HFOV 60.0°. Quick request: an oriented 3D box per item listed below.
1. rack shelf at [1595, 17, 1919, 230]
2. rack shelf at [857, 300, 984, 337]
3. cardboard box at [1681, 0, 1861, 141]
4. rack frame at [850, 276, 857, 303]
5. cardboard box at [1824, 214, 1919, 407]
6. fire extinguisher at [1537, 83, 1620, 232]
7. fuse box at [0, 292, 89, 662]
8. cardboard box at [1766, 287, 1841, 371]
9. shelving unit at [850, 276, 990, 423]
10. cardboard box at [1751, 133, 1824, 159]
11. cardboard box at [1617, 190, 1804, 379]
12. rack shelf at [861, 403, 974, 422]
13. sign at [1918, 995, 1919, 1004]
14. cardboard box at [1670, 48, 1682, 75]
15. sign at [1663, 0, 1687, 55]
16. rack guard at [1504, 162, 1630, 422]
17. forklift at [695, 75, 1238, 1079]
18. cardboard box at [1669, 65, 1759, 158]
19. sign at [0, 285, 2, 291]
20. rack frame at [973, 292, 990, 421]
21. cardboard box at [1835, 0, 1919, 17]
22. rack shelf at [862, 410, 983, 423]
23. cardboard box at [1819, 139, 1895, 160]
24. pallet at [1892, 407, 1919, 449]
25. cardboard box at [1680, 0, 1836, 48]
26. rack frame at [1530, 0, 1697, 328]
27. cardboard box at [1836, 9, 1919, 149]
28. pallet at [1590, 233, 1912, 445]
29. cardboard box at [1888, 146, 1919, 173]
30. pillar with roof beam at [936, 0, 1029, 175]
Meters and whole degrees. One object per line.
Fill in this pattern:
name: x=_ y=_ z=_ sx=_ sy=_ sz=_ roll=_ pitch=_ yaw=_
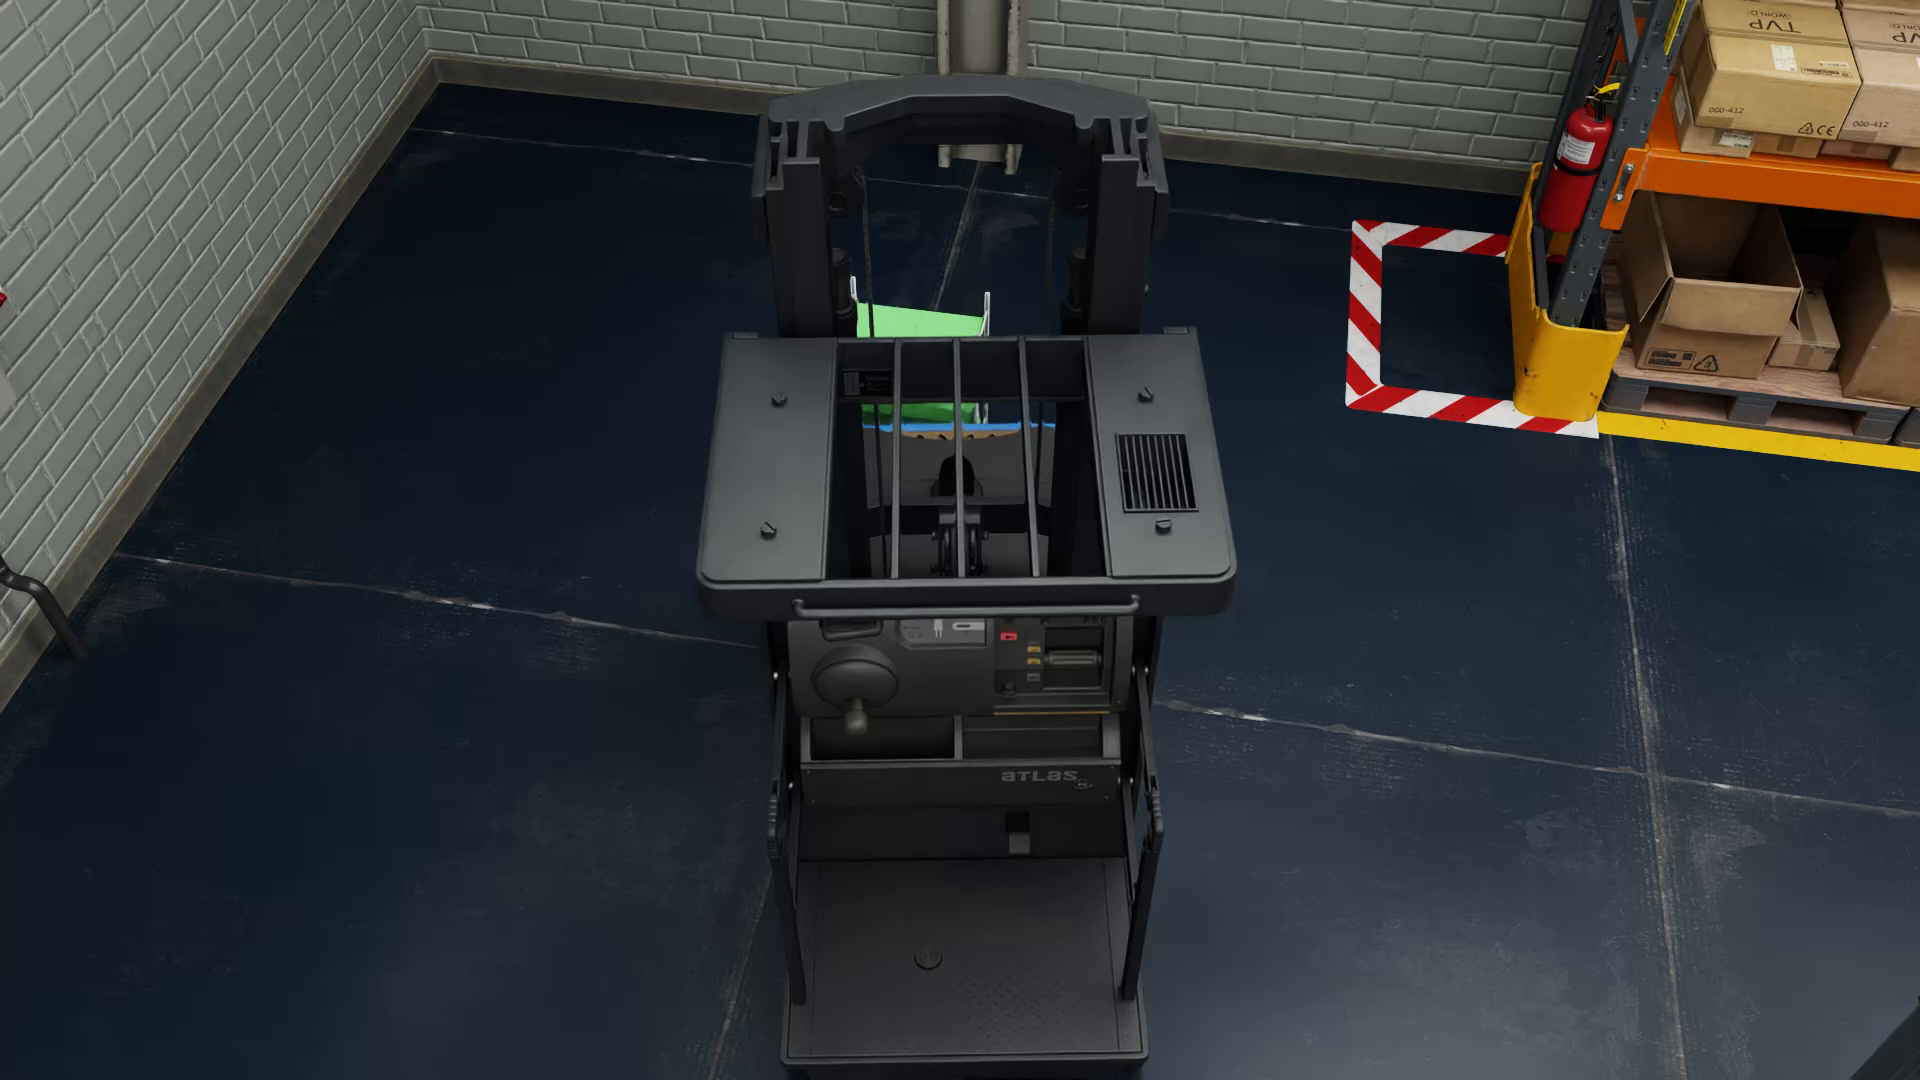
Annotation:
rack shelf: x=4.571 y=-1.460 z=6.501 sx=4.000 sy=0.370 sz=1.077 roll=8 pitch=49 yaw=7
rack shelf: x=-0.163 y=-0.701 z=5.986 sx=0.480 sy=0.148 sz=0.258 roll=8 pitch=49 yaw=7
cardboard box: x=3.002 y=-1.757 z=6.185 sx=0.500 sy=0.250 sz=0.500 roll=8 pitch=49 yaw=7
rack frame: x=-0.403 y=-0.455 z=6.324 sx=0.015 sy=1.200 sz=0.240 roll=8 pitch=49 yaw=7
cardboard box: x=4.022 y=-0.978 z=6.982 sx=0.500 sy=0.500 sz=0.700 roll=9 pitch=49 yaw=8
fire extinguisher: x=2.376 y=-1.496 z=6.352 sx=0.183 sy=0.674 sz=0.296 roll=8 pitch=49 yaw=7
fuse box: x=-3.312 y=-0.148 z=5.704 sx=0.414 sy=1.711 sz=0.539 roll=8 pitch=49 yaw=7
cardboard box: x=3.599 y=-0.917 z=7.164 sx=0.250 sy=0.149 sz=0.380 roll=6 pitch=48 yaw=5
shelving unit: x=-0.163 y=-0.423 z=6.295 sx=0.503 sy=1.200 sz=0.258 roll=8 pitch=49 yaw=7
cardboard box: x=3.136 y=-1.637 z=6.345 sx=0.250 sy=0.149 sz=0.380 roll=9 pitch=49 yaw=8
cardboard box: x=3.188 y=-1.121 z=7.108 sx=0.637 sy=0.503 sz=0.797 roll=6 pitch=48 yaw=5
rack shelf: x=-0.163 y=-0.541 z=6.164 sx=0.480 sy=0.148 sz=0.258 roll=8 pitch=49 yaw=7
sign: x=1.834 y=0.807 z=3.042 sx=0.005 sy=0.325 sz=0.100 roll=8 pitch=49 yaw=7
cardboard box: x=2.977 y=-2.034 z=6.702 sx=0.250 sy=0.149 sz=0.380 roll=7 pitch=48 yaw=6
sign: x=2.507 y=-1.857 z=5.792 sx=0.005 sy=0.325 sz=0.100 roll=8 pitch=49 yaw=7
rack guard: x=2.678 y=-1.119 z=7.392 sx=0.348 sy=0.500 sz=1.175 roll=8 pitch=49 yaw=7
forklift: x=0.007 y=0.432 z=4.364 sx=1.130 sy=2.935 sz=3.031 roll=-1 pitch=48 yaw=-1
cardboard box: x=2.878 y=-1.637 z=6.345 sx=0.250 sy=0.149 sz=0.380 roll=7 pitch=48 yaw=7
sign: x=-3.428 y=-0.936 z=5.610 sx=0.001 sy=0.494 sz=0.329 roll=8 pitch=49 yaw=7
rack frame: x=0.077 y=-0.391 z=6.266 sx=0.015 sy=1.200 sz=0.240 roll=8 pitch=49 yaw=7
cardboard box: x=3.610 y=-2.079 z=6.474 sx=0.500 sy=0.250 sz=0.500 roll=8 pitch=49 yaw=7
rack shelf: x=-0.163 y=-0.380 z=6.343 sx=0.480 sy=0.148 sz=0.258 roll=8 pitch=49 yaw=7
cardboard box: x=3.401 y=-1.628 z=6.337 sx=0.250 sy=0.149 sz=0.380 roll=7 pitch=48 yaw=6
pallet: x=4.659 y=-0.755 z=7.259 sx=1.213 sy=0.211 sz=1.003 roll=8 pitch=49 yaw=7
cardboard box: x=3.103 y=-2.148 z=6.536 sx=0.500 sy=0.250 sz=0.500 roll=9 pitch=49 yaw=8
rack frame: x=2.603 y=-1.965 z=6.471 sx=0.127 sy=3.000 sz=1.000 roll=8 pitch=49 yaw=7
cardboard box: x=3.498 y=-1.690 z=6.125 sx=0.500 sy=0.250 sz=0.500 roll=8 pitch=49 yaw=7
pallet: x=3.462 y=-0.918 z=7.405 sx=1.213 sy=0.211 sz=1.003 roll=8 pitch=49 yaw=7
cardboard box: x=3.639 y=-1.549 z=6.266 sx=0.250 sy=0.149 sz=0.380 roll=9 pitch=49 yaw=8
pillar with roof beam: x=-0.656 y=-1.835 z=2.321 sx=0.400 sy=9.000 sz=9.100 roll=8 pitch=49 yaw=7
